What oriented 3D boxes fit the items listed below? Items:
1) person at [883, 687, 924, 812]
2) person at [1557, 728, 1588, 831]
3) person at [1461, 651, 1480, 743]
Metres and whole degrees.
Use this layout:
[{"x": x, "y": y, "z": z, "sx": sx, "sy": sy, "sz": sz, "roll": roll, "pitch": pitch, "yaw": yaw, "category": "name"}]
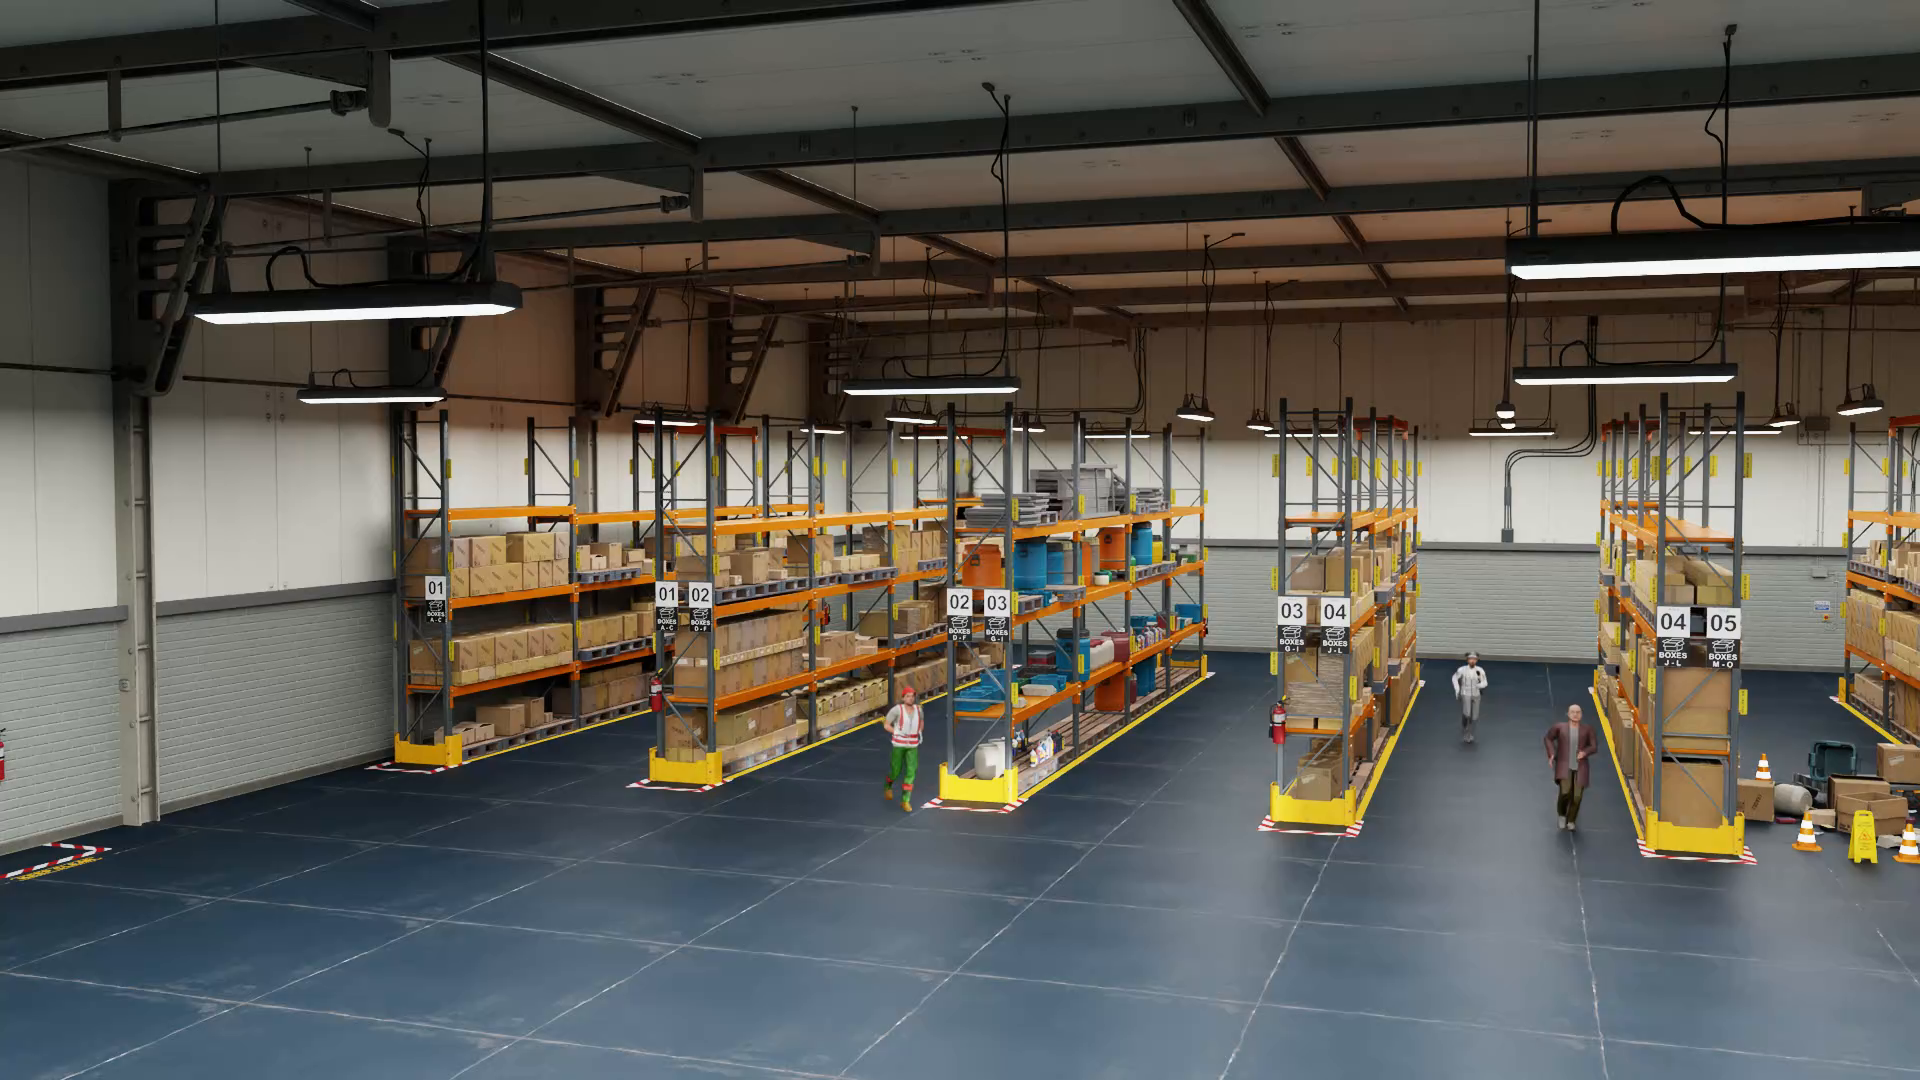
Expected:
[{"x": -0.810, "y": 3.058, "z": 24.603, "sx": 0.666, "sy": 1.789, "sz": 0.896, "roll": -1, "pitch": 3, "yaw": -19, "category": "person"}, {"x": 8.440, "y": 3.270, "z": 22.881, "sx": 0.615, "sy": 1.477, "sz": 0.575, "roll": 1, "pitch": 3, "yaw": 14, "category": "person"}, {"x": 9.323, "y": 2.851, "z": 30.343, "sx": 0.367, "sy": 1.672, "sz": 0.437, "roll": 0, "pitch": 2, "yaw": 8, "category": "person"}]
